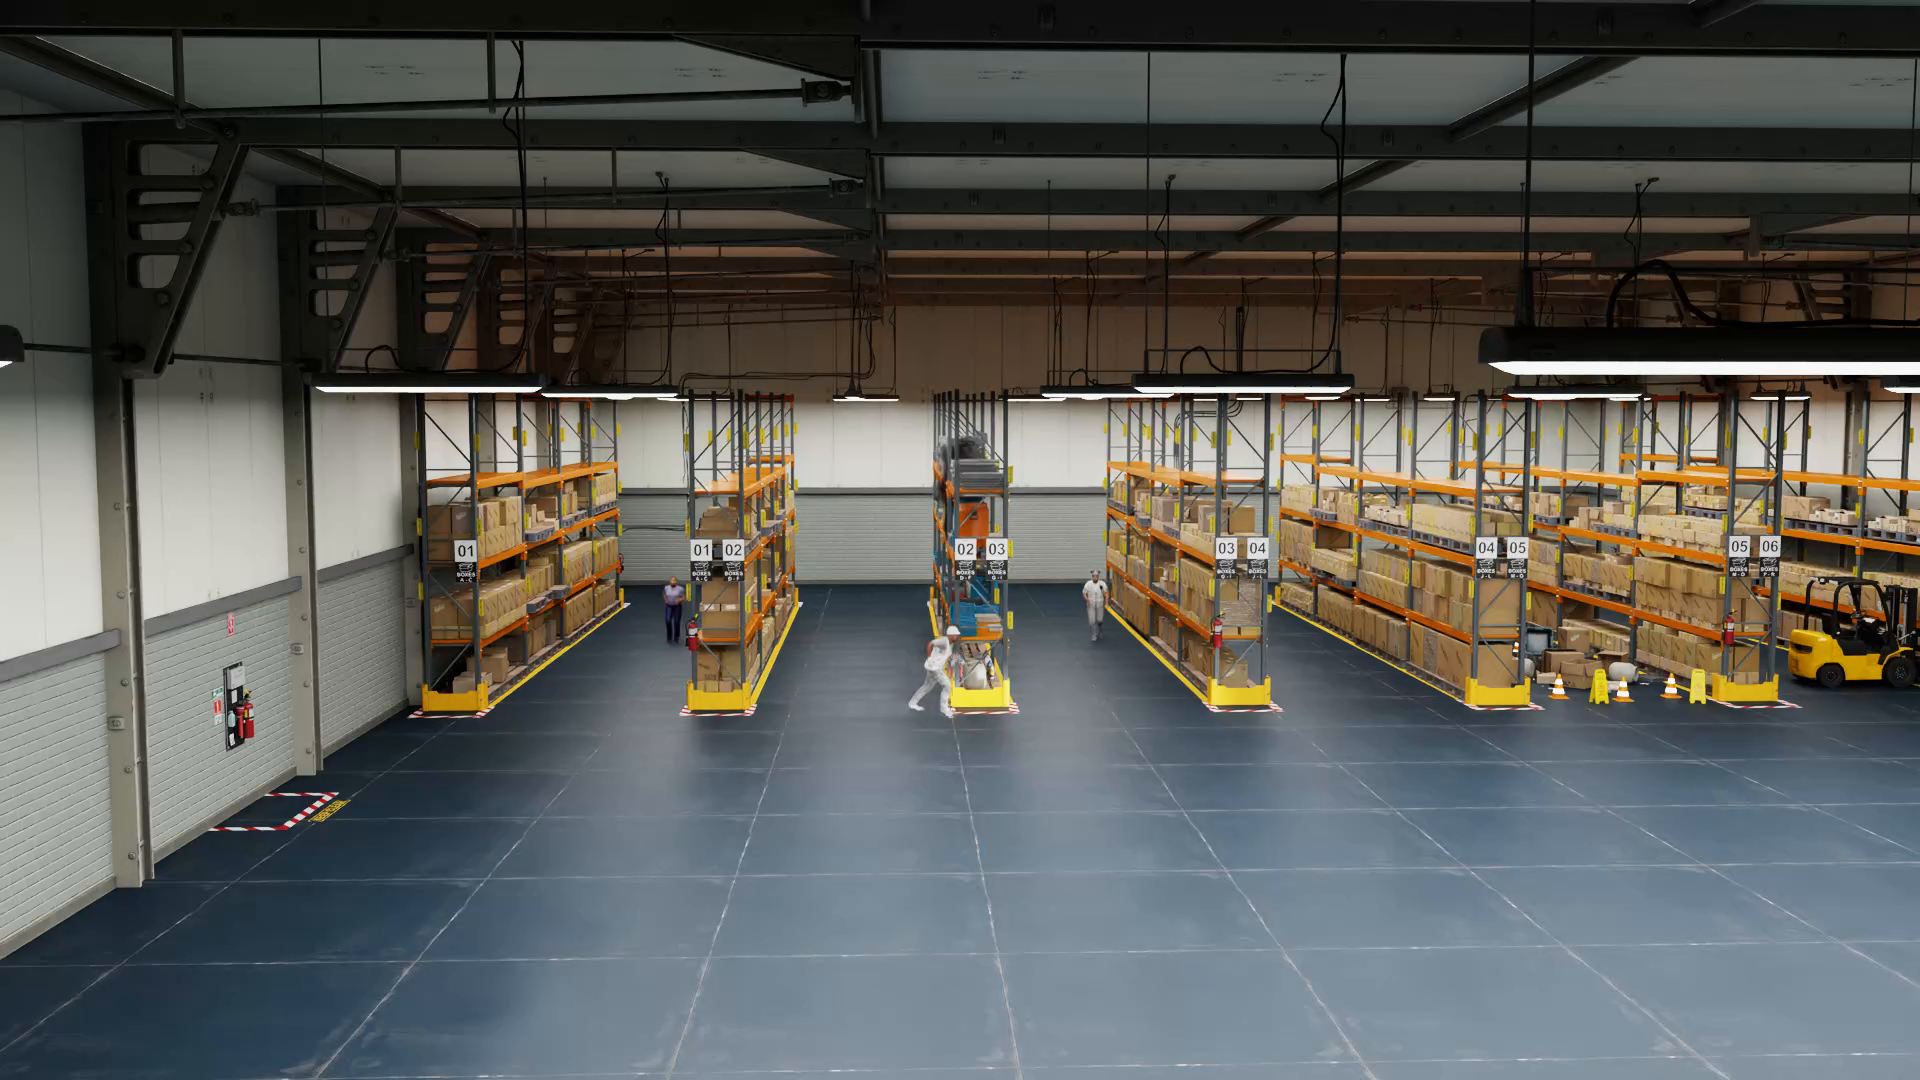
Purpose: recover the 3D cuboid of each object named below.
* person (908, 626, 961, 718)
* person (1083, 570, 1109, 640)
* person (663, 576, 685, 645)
[{"bbox_3d":[-0.482,2.427,30.495,1.026,1.728,0.733,1,5,16],"label":"person"},{"bbox_3d":[3.299,1.579,40.293,0.652,1.726,0.590,0,5,1],"label":"person"},{"bbox_3d":[-6.855,1.679,39.832,0.524,1.665,0.785,-1,5,-8],"label":"person"}]
